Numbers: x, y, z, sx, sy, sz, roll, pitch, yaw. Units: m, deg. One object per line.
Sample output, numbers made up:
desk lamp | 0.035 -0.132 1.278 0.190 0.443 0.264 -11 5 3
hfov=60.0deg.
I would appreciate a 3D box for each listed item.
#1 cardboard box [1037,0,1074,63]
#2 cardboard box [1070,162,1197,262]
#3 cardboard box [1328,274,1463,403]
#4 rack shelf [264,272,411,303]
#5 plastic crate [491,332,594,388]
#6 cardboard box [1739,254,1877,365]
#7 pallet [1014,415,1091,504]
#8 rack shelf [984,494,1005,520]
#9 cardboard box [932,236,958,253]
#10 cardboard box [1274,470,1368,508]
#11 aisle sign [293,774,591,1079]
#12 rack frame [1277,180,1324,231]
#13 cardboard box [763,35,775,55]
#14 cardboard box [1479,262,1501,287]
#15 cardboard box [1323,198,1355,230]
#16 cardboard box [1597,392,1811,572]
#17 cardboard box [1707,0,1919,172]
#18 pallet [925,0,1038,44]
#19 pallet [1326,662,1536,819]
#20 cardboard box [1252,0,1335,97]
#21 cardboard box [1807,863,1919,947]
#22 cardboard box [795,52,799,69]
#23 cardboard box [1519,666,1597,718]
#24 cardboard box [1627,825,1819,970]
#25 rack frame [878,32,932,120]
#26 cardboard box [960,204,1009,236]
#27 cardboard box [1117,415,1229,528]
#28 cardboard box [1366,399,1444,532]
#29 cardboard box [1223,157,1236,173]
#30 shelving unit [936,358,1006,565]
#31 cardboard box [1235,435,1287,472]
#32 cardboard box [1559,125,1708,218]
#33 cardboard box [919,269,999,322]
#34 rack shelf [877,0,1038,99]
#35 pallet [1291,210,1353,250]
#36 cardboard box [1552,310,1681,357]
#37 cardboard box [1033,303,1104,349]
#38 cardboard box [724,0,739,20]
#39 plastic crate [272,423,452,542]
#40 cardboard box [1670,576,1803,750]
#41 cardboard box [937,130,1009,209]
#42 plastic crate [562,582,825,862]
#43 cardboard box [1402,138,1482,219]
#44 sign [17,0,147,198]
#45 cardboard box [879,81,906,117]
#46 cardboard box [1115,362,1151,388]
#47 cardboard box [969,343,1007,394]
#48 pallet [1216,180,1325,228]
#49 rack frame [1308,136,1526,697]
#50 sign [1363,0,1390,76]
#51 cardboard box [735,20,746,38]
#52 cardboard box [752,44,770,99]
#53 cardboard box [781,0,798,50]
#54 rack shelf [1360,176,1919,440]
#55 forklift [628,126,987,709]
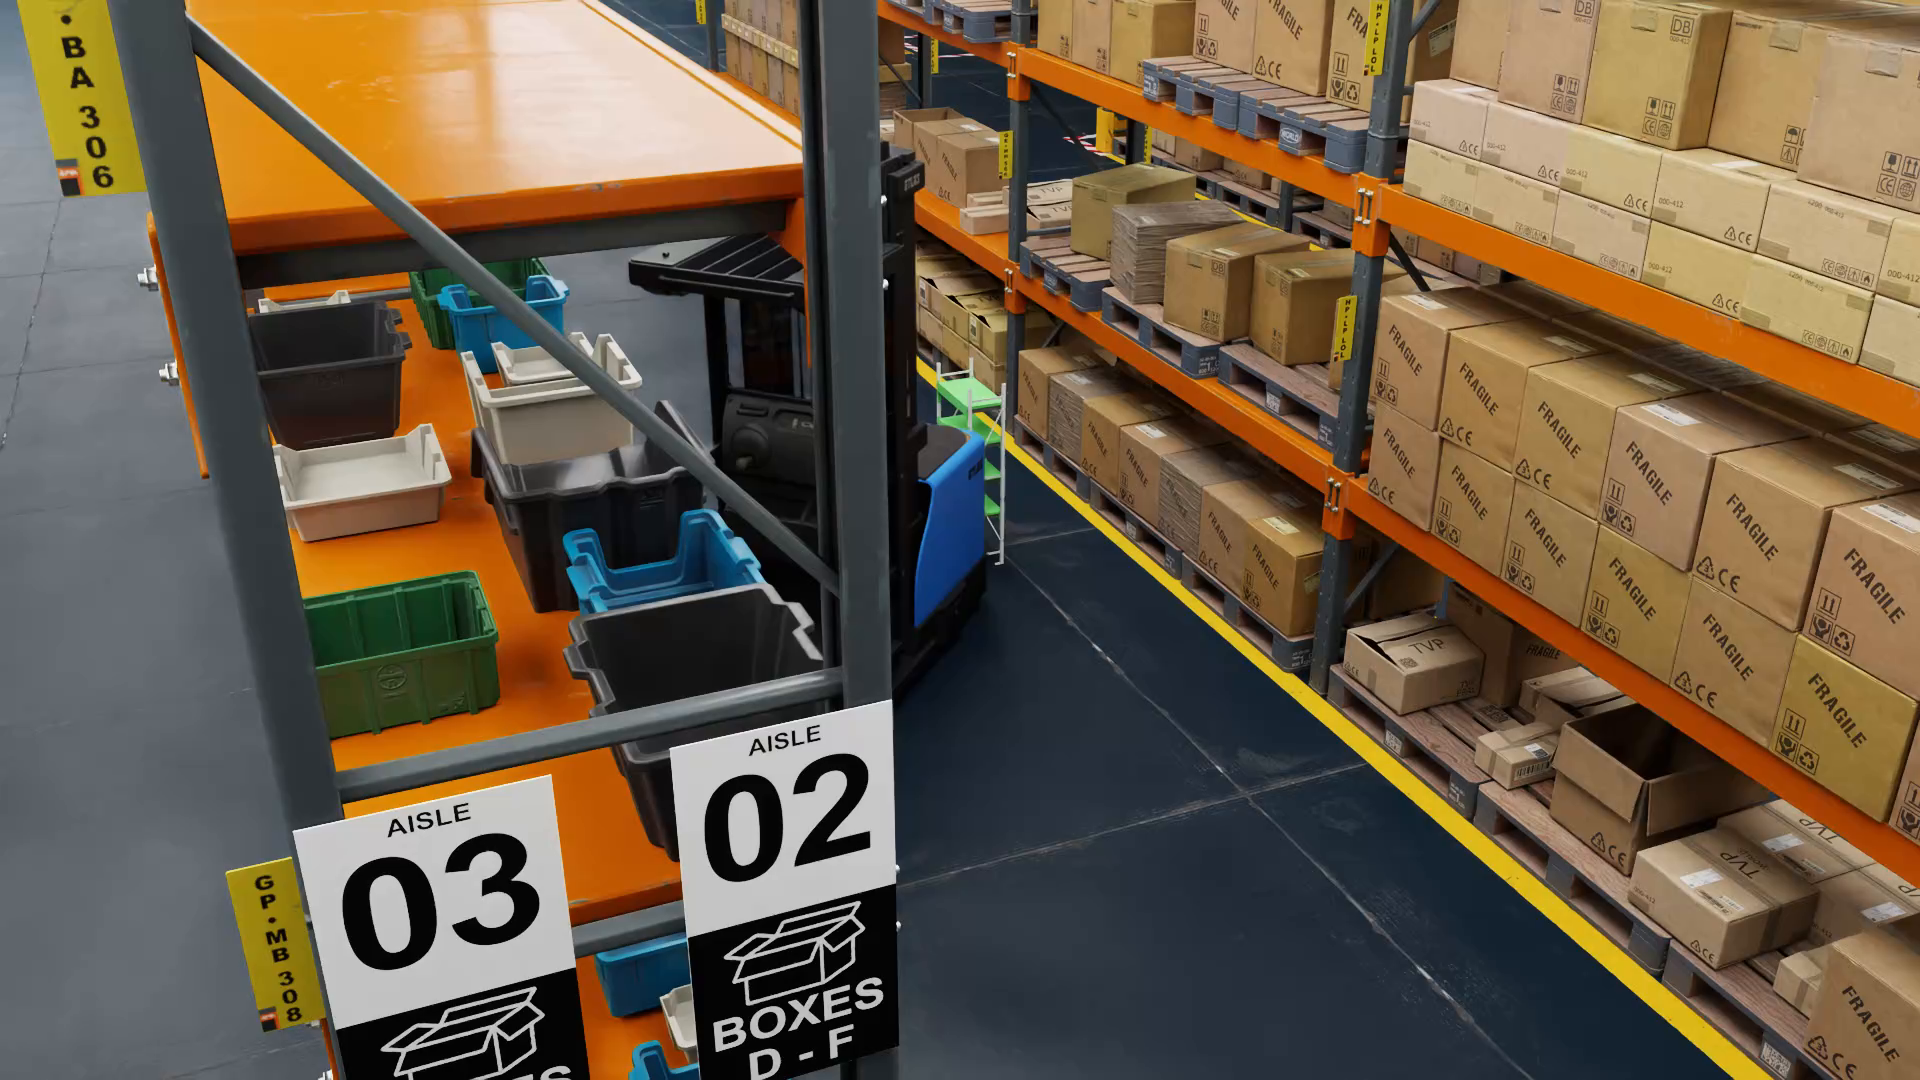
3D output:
cardboard box | 1.026 -3.445 10.854 0.910 0.500 0.500 -11 28 -21
cardboard box | 1.175 -2.221 11.288 0.700 0.500 0.500 -22 34 -37
cardboard box | 2.411 -1.071 8.932 0.700 0.500 0.500 -22 34 -37
rack shelf | -2.951 -1.590 7.989 1.077 0.370 4.000 -11 28 -21
plastic crate | -1.320 -0.539 5.318 0.293 0.136 0.466 -11 28 -21
cardboard box | 3.120 -0.839 5.801 0.500 0.250 0.500 -11 28 -21
pallet | 1.082 -0.661 11.864 1.003 0.211 1.213 -11 28 -21
rack shelf | 0.065 -0.199 10.483 0.258 0.148 0.480 -11 28 -21
cardboard box | 0.083 -2.517 14.503 0.500 0.311 0.500 -11 28 -21
cardboard box | 2.207 -0.133 9.950 0.500 0.500 0.500 -10 28 -20
aisle sign | -0.843 0.768 2.795 0.394 0.787 0.004 -11 28 -21
rack frame | 3.815 -4.690 16.937 1.000 3.000 0.127 -11 28 -21
cardboard box | -1.752 -4.972 16.662 0.380 0.149 0.250 -10 28 -20
cardboard box | 5.051 -2.431 14.658 0.700 0.500 0.500 -10 28 -20
cardboard box | 4.118 -3.470 16.786 0.700 0.500 0.500 -10 28 -19
cardboard box | 2.923 -0.239 6.567 0.500 0.500 0.500 -10 28 -19
cardboard box | 3.219 -1.657 6.053 0.700 0.500 0.500 -11 28 -21
pallet | 0.477 -3.744 11.796 1.213 0.211 1.003 -9 28 -18
pallet | 2.659 0.923 8.619 1.003 0.211 1.213 -11 28 -21
cardboard box | 1.979 -2.716 8.768 0.600 0.600 0.600 -11 28 -21
cardboard box | 3.810 1.575 6.738 0.500 0.250 0.500 -11 28 -21
cardboard box | -1.349 -4.558 15.813 0.380 0.149 0.250 -11 28 -21
cardboard box | 3.077 0.798 8.444 0.380 0.149 0.250 -11 28 -21
cardboard box | 3.173 1.479 6.934 0.500 0.250 0.500 -11 28 -21
rack frame | -0.742 -3.837 15.190 1.000 3.000 0.127 -11 28 -21
cardboard box | 0.218 -2.425 12.584 0.380 0.149 0.250 -11 28 -21
cardboard box | 1.351 -0.440 10.581 0.500 0.500 0.500 -12 28 -22
cardboard box | 2.340 -0.400 8.036 0.500 0.500 0.500 -10 28 -19
cardboard box | 3.207 -4.256 18.795 0.380 0.149 0.250 -13 29 -25
shelving unit | 0.065 -0.472 10.350 0.258 1.200 0.503 -11 28 -21
cardboard box | 2.034 -0.660 10.176 0.500 0.250 0.500 -11 28 -20
cardboard box | 2.735 -1.468 6.521 0.500 0.250 0.500 -11 28 -21
cardboard box | -0.012 -2.010 13.463 0.500 0.311 0.500 -11 28 -21
rack shelf | 0.041 -4.054 13.036 1.077 0.370 4.000 -11 28 -21
pallet | 4.121 -3.123 16.905 1.003 0.211 1.213 -11 28 -21
cardboard box | 3.030 -0.736 7.585 0.500 0.500 0.500 -11 28 -22
cardboard box | 0.890 -1.689 12.807 0.500 0.311 0.500 -10 28 -19
cardboard box | -2.117 -5.868 17.757 0.700 0.500 0.500 -10 28 -20
plastic crate | -1.639 -0.164 4.549 0.437 0.136 0.530 -11 28 -21
cardboard box | 3.135 0.417 6.363 0.500 0.500 0.500 -10 28 -20
cardboard box | 0.152 -2.942 13.243 0.500 0.500 0.500 -12 29 -23
plastic crate | -0.496 0.364 3.315 0.497 0.269 0.590 -11 28 -21
cardboard box | 2.354 -1.649 7.461 0.500 0.250 0.500 -11 28 -21
sign | -1.102 -0.593 2.076 0.100 0.325 0.005 -11 28 -21
cardboard box | -0.921 -4.060 15.533 0.700 0.500 0.500 -11 28 -22
cardboard box | 1.407 -0.960 11.644 0.500 0.500 0.500 -9 28 -19
cardboard box | 0.394 -1.346 12.743 0.500 0.250 0.500 -10 28 -19
pallet | 3.519 -3.702 18.091 1.003 0.211 1.213 -11 28 -21
rack frame | 2.391 -0.608 8.576 1.000 3.000 0.127 -11 28 -21
sign | 1.882 -2.268 7.519 0.100 0.325 0.005 -11 28 -21
cardboard box | -2.151 -5.386 17.509 0.380 0.149 0.250 -10 28 -20
cardboard box | -1.738 -4.894 17.240 0.700 0.500 0.500 -10 28 -20
cardboard box | -1.316 -5.049 16.080 0.700 0.500 0.500 -11 28 -21
rack shelf | 3.174 -0.825 6.422 1.077 0.370 4.000 -11 28 -21
forklift | -0.882 -0.463 8.358 1.130 2.935 3.031 11 28 20
